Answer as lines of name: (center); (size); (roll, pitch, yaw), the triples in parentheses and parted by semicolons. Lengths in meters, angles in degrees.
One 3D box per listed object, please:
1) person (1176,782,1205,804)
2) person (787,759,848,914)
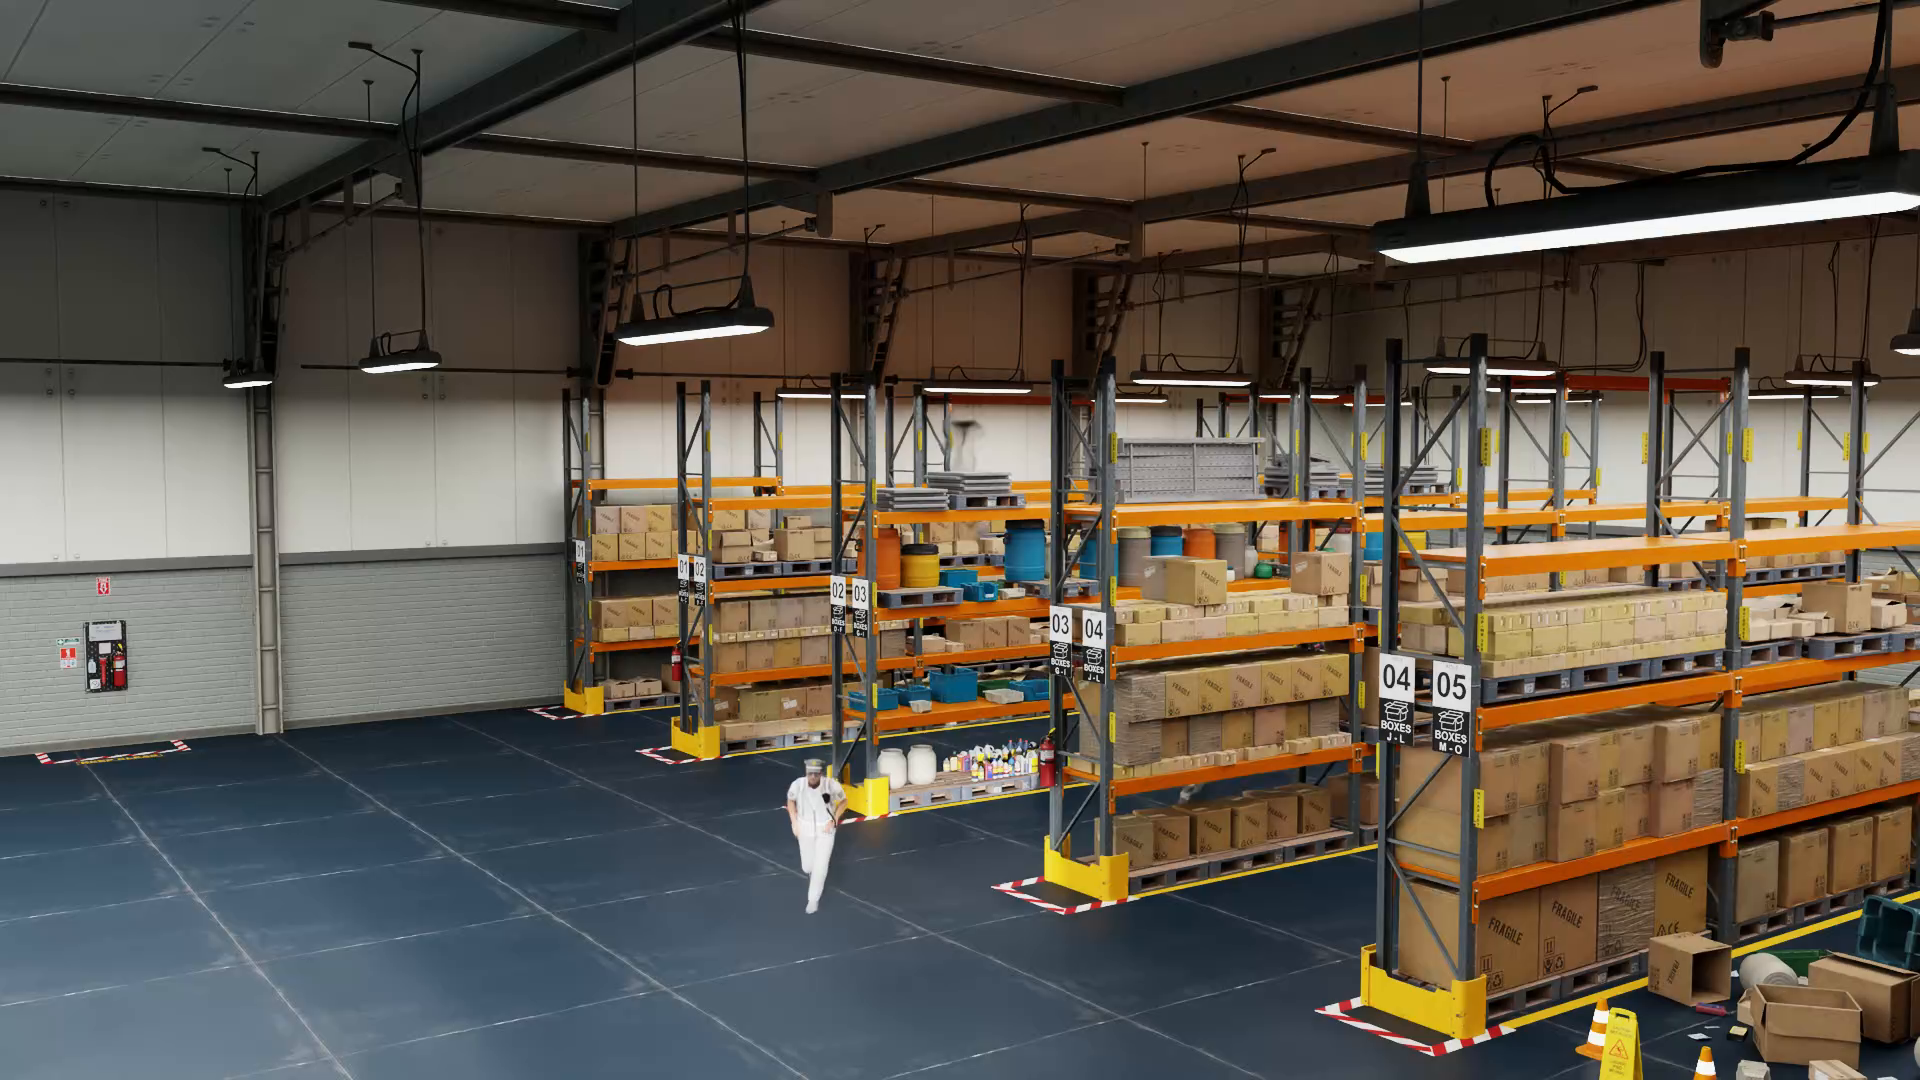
person: (3.201, 2.758, 23.079); (0.672, 1.781, 0.961); (3, 5, 36)
person: (-1.555, 3.177, 18.184); (0.662, 1.715, 0.856); (0, 4, -2)
